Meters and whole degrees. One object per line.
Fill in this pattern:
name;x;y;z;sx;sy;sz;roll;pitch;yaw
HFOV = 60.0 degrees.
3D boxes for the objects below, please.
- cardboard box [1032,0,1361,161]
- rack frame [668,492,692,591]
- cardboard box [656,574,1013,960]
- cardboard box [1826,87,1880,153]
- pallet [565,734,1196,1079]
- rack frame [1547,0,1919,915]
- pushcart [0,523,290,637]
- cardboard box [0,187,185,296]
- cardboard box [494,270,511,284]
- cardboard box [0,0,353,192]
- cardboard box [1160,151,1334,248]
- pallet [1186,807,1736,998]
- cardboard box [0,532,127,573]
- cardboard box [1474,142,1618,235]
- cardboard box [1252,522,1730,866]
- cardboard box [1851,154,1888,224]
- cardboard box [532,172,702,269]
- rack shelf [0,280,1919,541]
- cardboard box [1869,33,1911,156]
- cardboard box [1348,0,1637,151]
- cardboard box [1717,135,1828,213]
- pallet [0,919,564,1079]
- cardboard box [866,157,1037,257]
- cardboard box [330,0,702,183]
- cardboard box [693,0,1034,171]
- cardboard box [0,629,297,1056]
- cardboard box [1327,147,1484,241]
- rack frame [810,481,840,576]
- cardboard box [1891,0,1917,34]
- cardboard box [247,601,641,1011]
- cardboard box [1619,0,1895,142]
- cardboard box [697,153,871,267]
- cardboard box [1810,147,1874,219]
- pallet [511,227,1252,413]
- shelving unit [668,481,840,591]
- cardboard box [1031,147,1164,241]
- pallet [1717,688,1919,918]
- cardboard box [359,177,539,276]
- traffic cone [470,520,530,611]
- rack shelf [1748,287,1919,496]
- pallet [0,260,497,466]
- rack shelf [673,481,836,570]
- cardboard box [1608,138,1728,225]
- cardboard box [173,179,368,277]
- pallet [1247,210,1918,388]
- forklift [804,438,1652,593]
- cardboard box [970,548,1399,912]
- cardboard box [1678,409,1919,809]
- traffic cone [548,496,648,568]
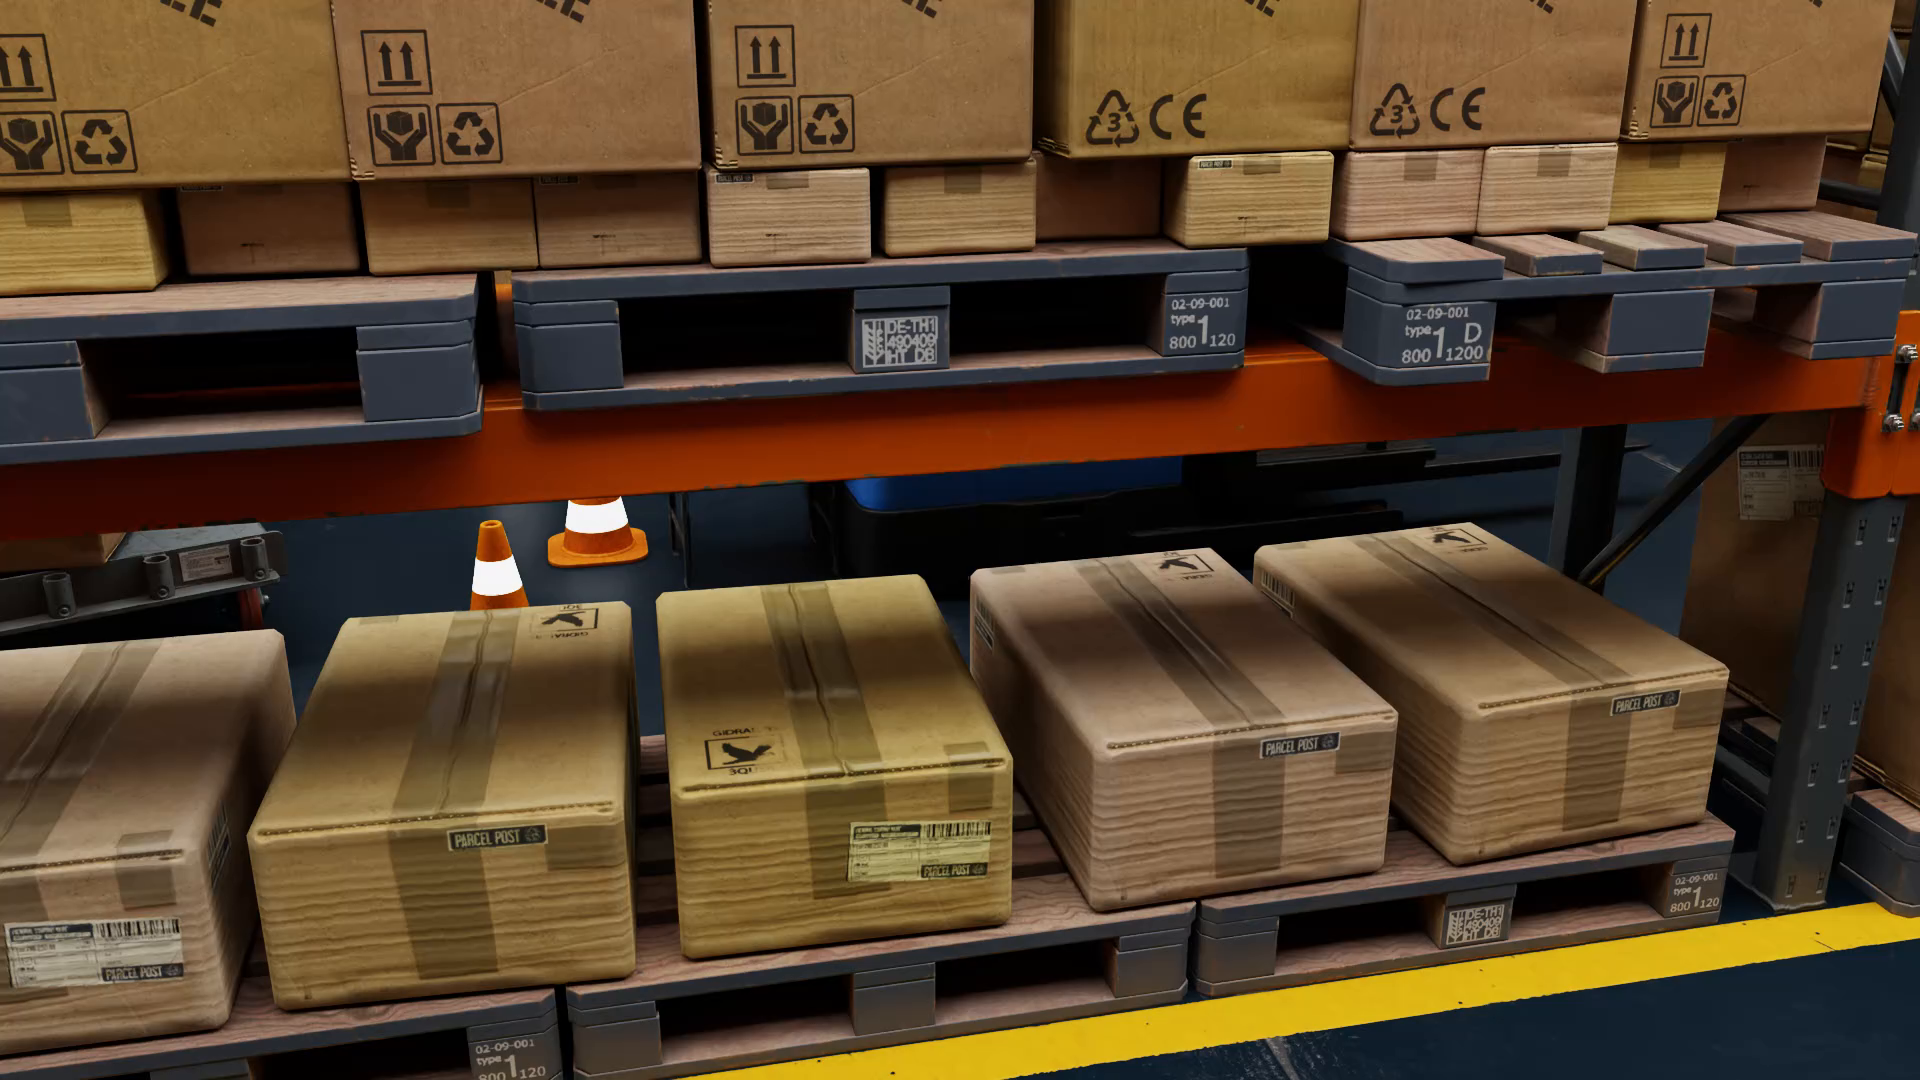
cardboard box;0.339;-0.938;2.827;0.500;0.500;0.500;-6;21;-16
rack frame;-0.928;-0.884;5.176;0.015;2.100;0.400;-6;21;-16
cardboard box;-0.298;0.429;3.493;0.625;0.372;0.950;-4;20;-11
cardboard box;2.122;-1.056;3.828;0.500;0.250;0.500;-5;21;-13
pallet;-0.237;0.698;3.603;1.213;0.211;1.003;-5;21;-12
rack frame;1.709;-0.768;3.551;0.127;3.000;1.000;-5;21;-12
pushcart;-2.757;0.020;5.211;0.936;0.377;1.648;-13;24;-31
cardboard box;-1.328;-0.486;2.535;0.250;0.149;0.380;-4;21;-11
cardboard box;-1.898;-1.396;7.925;0.750;0.750;1.050;-5;21;-12
cardboard box;-1.174;-0.817;2.495;0.500;0.500;0.500;-5;21;-12
cardboard box;0.454;-0.619;2.898;0.250;0.149;0.380;-4;21;-12
pallet;0.948;0.602;3.864;1.213;0.211;1.003;-5;21;-12
cardboard box;-2.622;-0.227;4.607;0.500;0.500;0.500;-5;21;-12
cardboard box;0.965;-0.663;3.017;0.250;0.149;0.380;-5;21;-13
cardboard box;1.157;0.310;3.818;0.625;0.372;0.950;-6;21;-16
cardboard box;2.243;-0.653;3.453;0.500;0.250;0.500;-5;21;-13
cardboard box;-0.569;-0.559;2.735;0.250;0.149;0.380;-4;21;-12
rack shelf;-0.237;-0.272;3.243;4.000;0.370;1.077;-5;21;-12
cardboard box;2.259;-0.890;3.375;0.500;0.250;0.500;-5;21;-13
cardboard box;0.830;-0.979;2.937;0.500;0.500;0.500;-5;21;-13
cardboard box;1.444;-0.743;3.237;0.250;0.149;0.380;-4;20;-10
pallet;-1.426;0.795;3.336;1.213;0.211;1.003;-5;21;-12
cardboard box;-0.045;-0.594;2.829;0.250;0.149;0.380;-5;21;-14
cardboard box;-0.690;-0.851;2.589;0.500;0.500;0.500;-5;21;-13
cardboard box;-0.192;-0.895;2.710;0.500;0.500;0.500;-6;21;-15
cardboard box;-1.674;0.543;3.183;0.625;0.372;0.950;-4;21;-12
cardboard box;0.718;-0.645;2.970;0.250;0.149;0.380;-6;21;-15
rack frame;-0.460;-0.932;5.307;0.015;2.100;0.400;-6;21;-16
cardboard box;2.245;-1.242;3.245;0.500;0.500;0.500;-5;21;-14
cardboard box;-0.975;0.484;3.341;0.625;0.372;0.950;-3;20;-9
cardboard box;1.331;-1.023;3.059;0.500;0.500;0.500;-5;21;-14
cardboard box;-0.298;-0.563;2.745;0.250;0.149;0.380;-4;20;-10
cardboard box;2.142;-0.825;3.924;0.500;0.250;0.500;-5;21;-14
pallet;-0.208;-0.508;3.119;1.213;0.211;1.003;-5;21;-12
shelving unit;-0.694;-0.908;5.241;0.503;2.100;0.431;-6;21;-16
cardboard box;0.180;-0.641;2.959;0.250;0.149;0.380;-4;21;-12
pallet;2.494;0.504;4.133;1.213;0.211;1.003;-5;21;-12
cardboard box;-0.810;-0.540;2.683;0.250;0.149;0.380;-4;21;-12
traffic cone;-1.299;0.173;4.671;0.334;0.463;0.336;-5;21;-12
rack shelf;3.656;-0.589;4.107;4.000;0.370;1.077;-5;21;-12
pallet;-1.406;-0.374;2.752;1.213;0.211;1.003;-5;21;-12
rack shelf;-0.694;-0.238;5.487;0.480;0.518;0.431;-6;21;-16
cardboard box;1.200;-0.698;3.113;0.250;0.149;0.380;-4;21;-12
cardboard box;-1.070;-0.534;2.666;0.250;0.149;0.380;-3;20;-9
pallet;1.040;-0.586;3.333;1.003;0.211;1.213;-5;21;-12
forklift;1.007;-1.480;5.592;3.031;2.935;1.130;-6;21;-16
cardboard box;0.441;0.371;3.651;0.625;0.372;0.950;-5;21;-14
cardboard box;2.400;0.005;3.918;0.875;0.875;0.875;-5;21;-13
traffic cone;-1.247;-0.185;5.647;0.334;0.463;0.336;-5;21;-12
